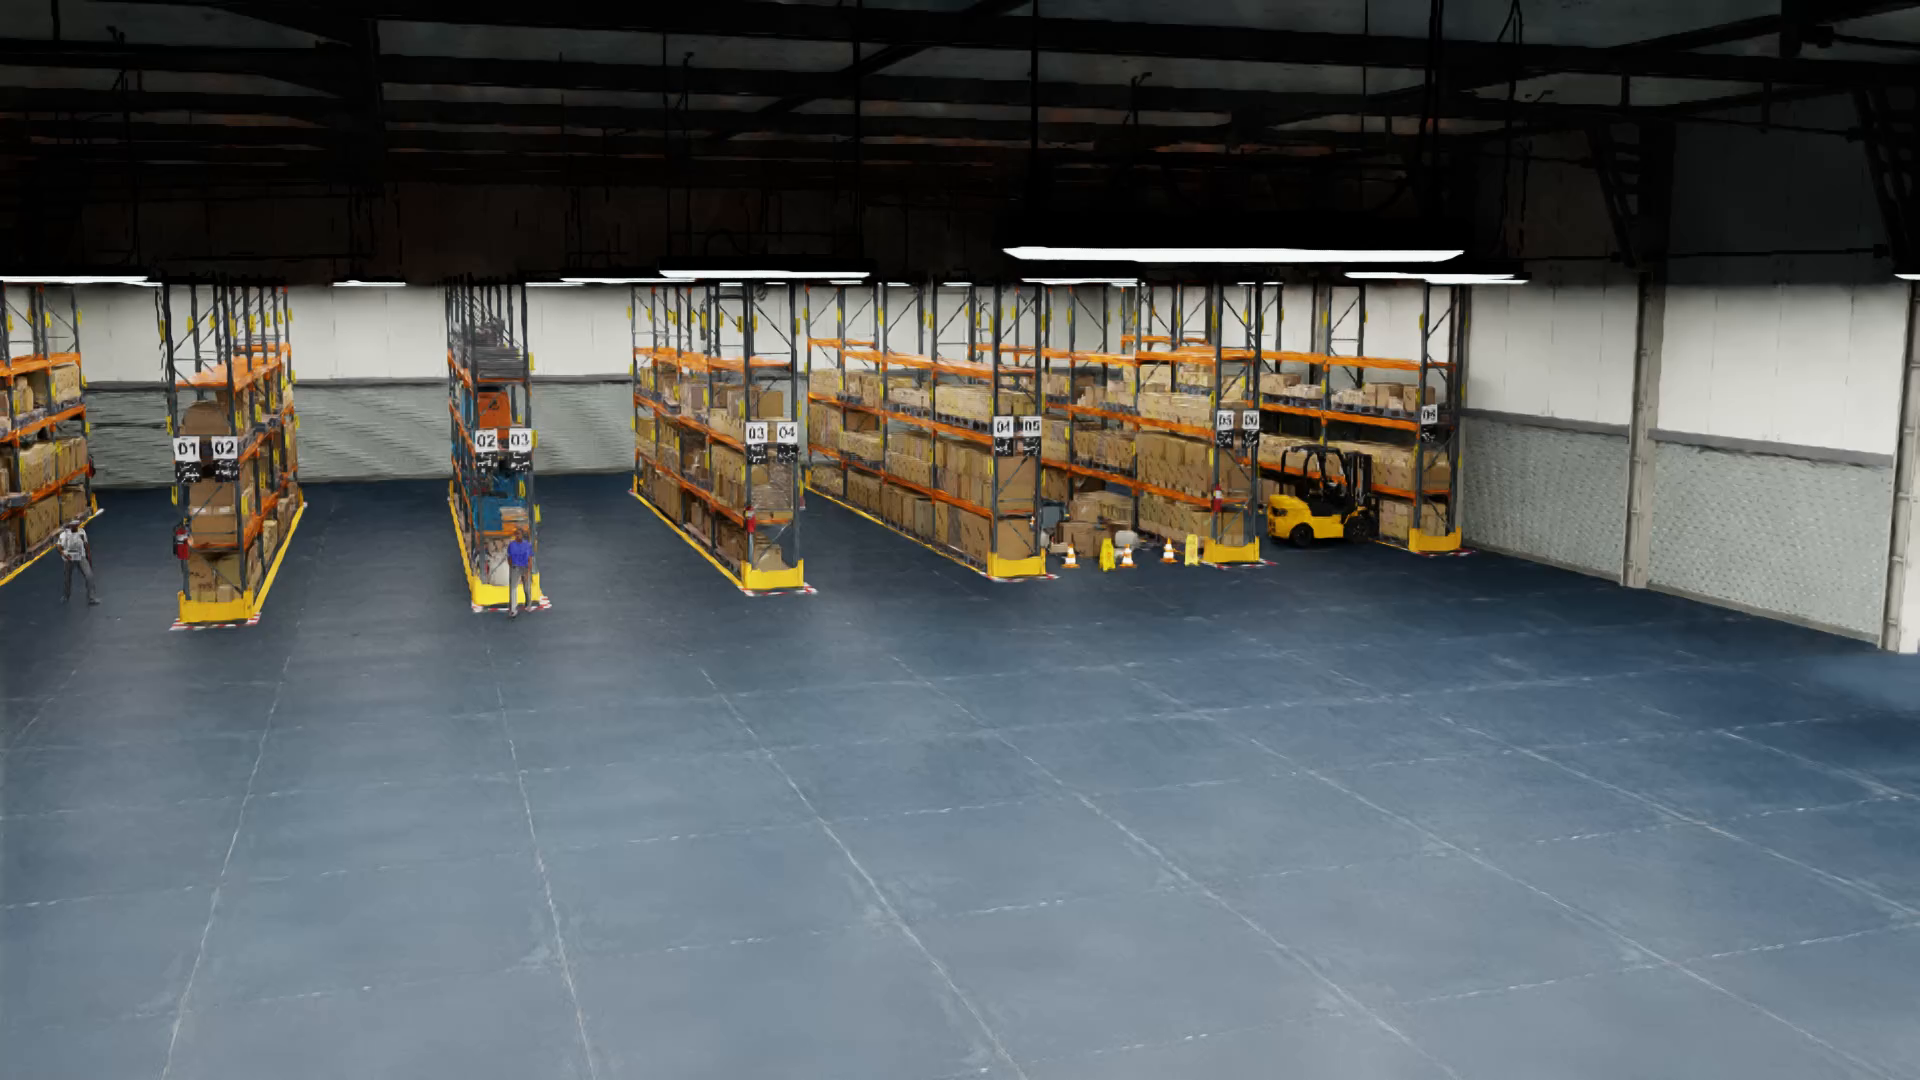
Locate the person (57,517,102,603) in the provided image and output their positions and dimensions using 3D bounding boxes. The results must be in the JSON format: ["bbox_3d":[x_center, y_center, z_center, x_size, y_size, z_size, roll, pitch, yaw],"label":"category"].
[{"bbox_3d":[-16.180,0.342,30.452,0.621,1.608,0.822,-6,11,-35],"label":"person"}]

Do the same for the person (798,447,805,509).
[{"bbox_3d":[-4.322,-1.661,43.420,0.580,1.666,0.571,0,9,3],"label":"person"}]

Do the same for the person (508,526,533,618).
[{"bbox_3d":[-7.694,0.543,29.135,0.443,1.587,0.991,-1,9,-10],"label":"person"}]
